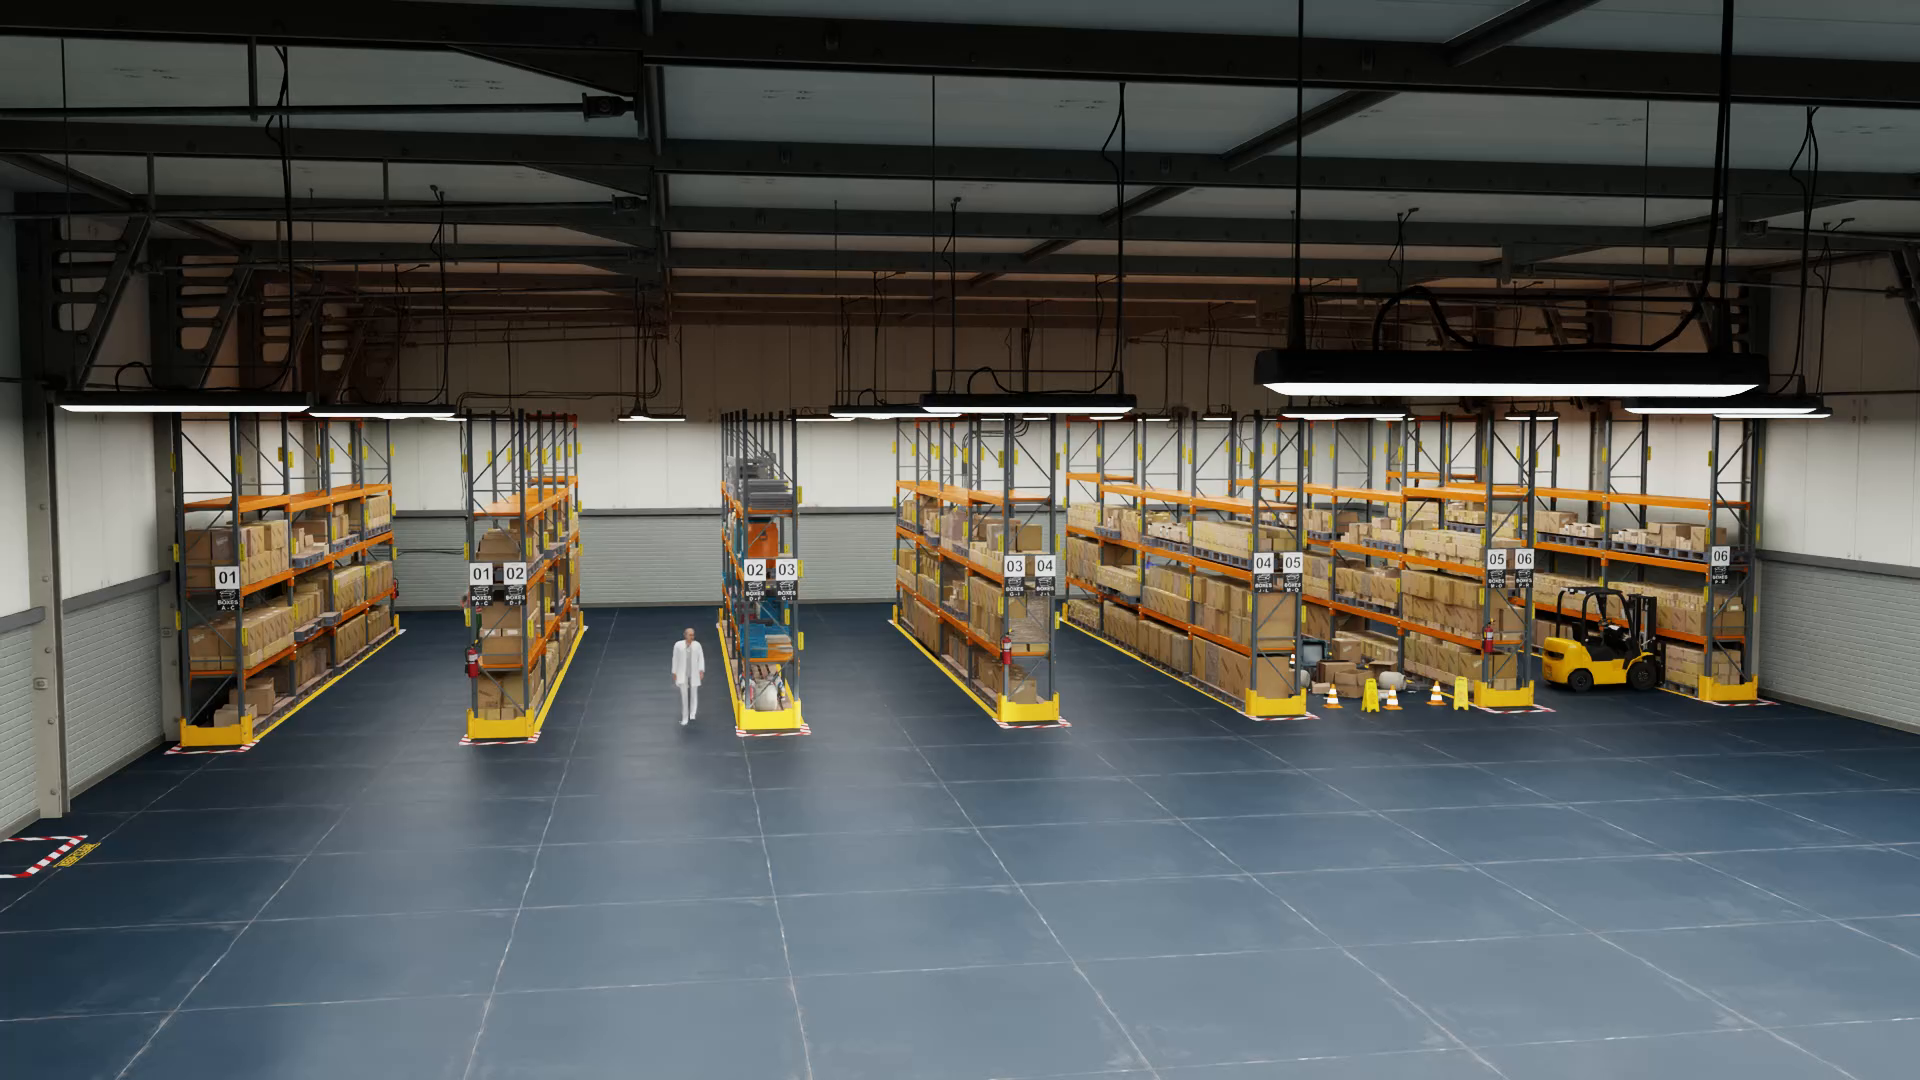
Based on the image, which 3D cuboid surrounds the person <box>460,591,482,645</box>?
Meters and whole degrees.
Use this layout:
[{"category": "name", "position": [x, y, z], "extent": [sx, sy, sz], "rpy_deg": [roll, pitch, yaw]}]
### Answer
[{"category": "person", "position": [-12.588, 1.886, 43.046], "extent": [0.631, 1.685, 0.629], "rpy_deg": [0, 4, -1]}]

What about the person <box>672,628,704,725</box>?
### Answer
[{"category": "person", "position": [-5.204, 2.618, 31.996], "extent": [0.609, 1.804, 0.731], "rpy_deg": [-1, 4, -20]}]

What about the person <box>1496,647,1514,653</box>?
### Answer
[{"category": "person", "position": [12.495, 2.286, 38.082], "extent": [0.530, 1.577, 0.704], "rpy_deg": [-1, 4, -9]}]

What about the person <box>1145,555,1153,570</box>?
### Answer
[{"category": "person", "position": [5.912, 1.262, 52.166], "extent": [0.881, 1.616, 0.432], "rpy_deg": [-3, 5, -38]}]
